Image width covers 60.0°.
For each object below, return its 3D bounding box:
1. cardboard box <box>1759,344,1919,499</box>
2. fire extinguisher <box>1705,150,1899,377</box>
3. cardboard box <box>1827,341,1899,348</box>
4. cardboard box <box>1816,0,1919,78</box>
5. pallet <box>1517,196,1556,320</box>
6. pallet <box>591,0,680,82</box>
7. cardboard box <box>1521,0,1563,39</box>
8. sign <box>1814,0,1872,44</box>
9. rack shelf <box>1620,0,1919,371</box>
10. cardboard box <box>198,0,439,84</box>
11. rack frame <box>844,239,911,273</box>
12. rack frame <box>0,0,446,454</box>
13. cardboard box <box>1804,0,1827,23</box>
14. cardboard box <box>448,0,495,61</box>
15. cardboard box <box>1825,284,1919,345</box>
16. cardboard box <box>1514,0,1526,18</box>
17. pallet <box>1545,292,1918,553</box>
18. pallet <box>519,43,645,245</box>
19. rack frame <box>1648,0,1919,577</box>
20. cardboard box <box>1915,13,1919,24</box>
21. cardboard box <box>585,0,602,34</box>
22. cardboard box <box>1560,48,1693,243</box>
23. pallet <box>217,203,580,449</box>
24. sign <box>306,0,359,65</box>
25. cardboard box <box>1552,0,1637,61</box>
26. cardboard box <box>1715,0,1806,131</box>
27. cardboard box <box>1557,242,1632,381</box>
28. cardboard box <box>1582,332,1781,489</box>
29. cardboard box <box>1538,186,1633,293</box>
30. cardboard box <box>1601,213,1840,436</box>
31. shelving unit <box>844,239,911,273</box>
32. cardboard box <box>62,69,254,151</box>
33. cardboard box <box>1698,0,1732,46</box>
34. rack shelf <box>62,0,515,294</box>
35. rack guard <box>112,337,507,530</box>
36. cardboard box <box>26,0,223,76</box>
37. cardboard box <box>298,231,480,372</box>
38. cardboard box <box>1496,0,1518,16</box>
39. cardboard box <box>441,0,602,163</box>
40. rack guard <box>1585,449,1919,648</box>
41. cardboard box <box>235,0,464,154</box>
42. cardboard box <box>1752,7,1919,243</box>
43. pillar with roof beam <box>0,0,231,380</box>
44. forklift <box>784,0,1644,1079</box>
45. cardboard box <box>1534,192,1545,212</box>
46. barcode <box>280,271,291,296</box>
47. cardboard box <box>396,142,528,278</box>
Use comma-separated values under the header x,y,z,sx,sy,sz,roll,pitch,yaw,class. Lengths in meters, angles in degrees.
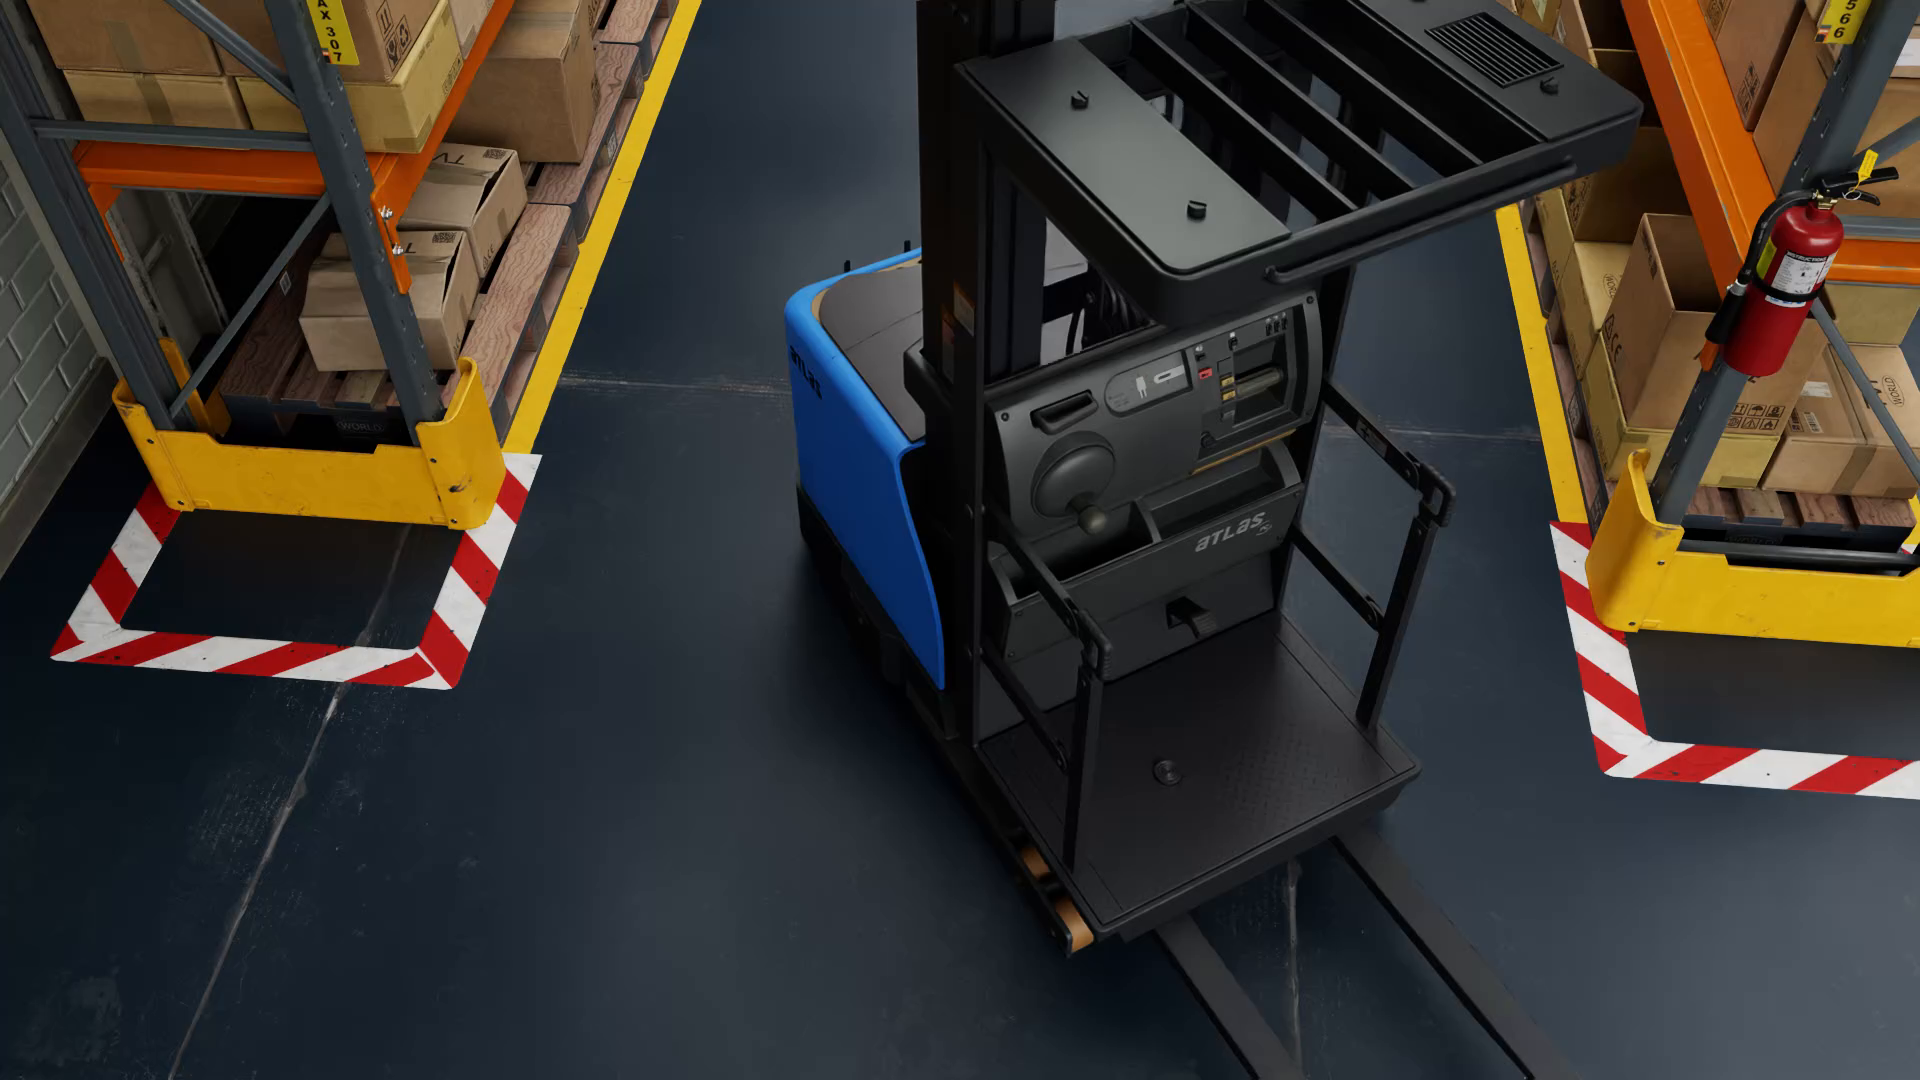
x,y,z,sx,sy,sz,roll,pitch,yaw,class
2.976,-0.416,5.677,0.500,0.250,0.500,4,48,4,cardboard box
2.232,-0.742,4.448,0.296,0.674,0.183,4,48,4,fire extinguisher
3.017,-0.784,6.013,0.500,0.250,0.500,4,48,4,cardboard box
2.550,-1.370,4.463,0.380,0.149,0.250,3,48,3,cardboard box
2.847,-1.341,6.833,1.003,0.211,1.213,4,48,4,pallet
-1.890,-2.656,8.036,1.003,0.211,1.213,4,48,4,pallet
2.625,-2.175,6.777,0.500,0.500,0.500,4,48,4,cardboard box
2.166,-1.341,3.998,0.100,0.325,0.005,4,48,4,sign
2.887,-2.050,6.080,1.077,0.370,4.000,4,48,4,rack shelf
-1.885,-1.694,4.846,0.500,0.500,0.500,4,48,4,cardboard box
-0.268,-0.634,5.720,0.240,0.900,0.006,-22,51,-19,rack frame
-2.228,-1.154,4.772,1.000,3.000,0.127,4,48,4,rack frame
2.573,-1.562,4.639,0.380,0.149,0.250,5,48,5,cardboard box
-1.835,-1.830,5.479,0.500,0.250,0.500,3,48,2,cardboard box
3.019,-1.037,5.736,0.500,0.500,0.500,4,48,4,cardboard box
2.678,-2.542,7.113,0.500,0.500,0.500,4,48,4,cardboard box
2.733,-0.447,6.016,1.003,0.211,1.213,4,48,4,pallet
-1.998,-1.757,7.214,1.003,0.211,1.213,4,48,4,pallet
2.705,-0.823,4.470,1.000,3.000,0.127,4,48,4,rack frame
2.765,-1.676,4.303,0.700,0.500,0.500,4,48,4,cardboard box
-1.919,-2.633,7.521,0.500,0.500,0.500,1,48,1,cardboard box
2.534,-1.440,6.105,0.500,0.500,0.500,4,48,4,cardboard box
-2.112,-0.863,6.396,1.003,0.211,1.213,4,48,4,pallet
-1.688,-1.410,4.420,0.100,0.325,0.005,4,48,4,sign
2.581,-1.807,6.441,0.500,0.500,0.500,4,48,4,cardboard box
2.803,-1.586,5.100,0.700,0.500,0.500,5,48,5,cardboard box
2.493,-0.819,6.045,0.500,0.250,0.500,4,48,4,cardboard box
2.460,-0.451,5.709,0.500,0.250,0.500,4,48,4,cardboard box
2.537,-1.187,6.381,0.500,0.250,0.500,4,48,4,cardboard box
2.458,-0.704,5.432,0.500,0.500,0.500,4,48,4,cardboard box
-0.219,-0.568,5.660,0.258,0.900,0.210,-22,51,-19,shelving unit
-2.379,-1.466,5.147,0.500,0.250,0.500,4,48,4,cardboard box
2.854,-1.950,5.433,0.700,0.500,0.500,4,48,4,cardboard box
-2.046,-2.381,6.382,1.077,0.370,4.000,4,48,4,rack shelf
-2.221,-0.366,5.746,1.175,0.500,0.348,4,48,4,rack guard
-2.397,-1.724,4.874,0.500,0.500,0.500,3,48,3,cardboard box
-2.076,-0.897,6.062,0.500,0.311,0.500,-1,48,-1,cardboard box
2.675,-2.289,7.390,0.500,0.250,0.500,4,48,4,cardboard box
-1.907,-1.916,6.865,0.700,0.500,0.500,1,48,1,cardboard box
2.703,0.038,5.377,1.175,0.500,0.348,4,48,4,rack guard
-1.868,-1.447,5.129,0.500,0.250,0.500,3,48,2,cardboard box
2.760,-1.199,4.746,0.700,0.500,0.500,4,48,4,cardboard box
1.261,-3.462,2.818,9.100,9.000,0.400,4,48,4,pillar with roof beam
0.607,-0.222,3.967,1.130,2.935,3.031,-22,51,-19,forklift
2.585,-1.554,6.717,0.500,0.250,0.500,4,48,4,cardboard box
-2.472,-0.940,6.095,0.001,0.075,0.075,4,48,4,barcode
-2.024,-1.316,6.445,0.500,0.311,0.500,7,48,7,cardboard box
